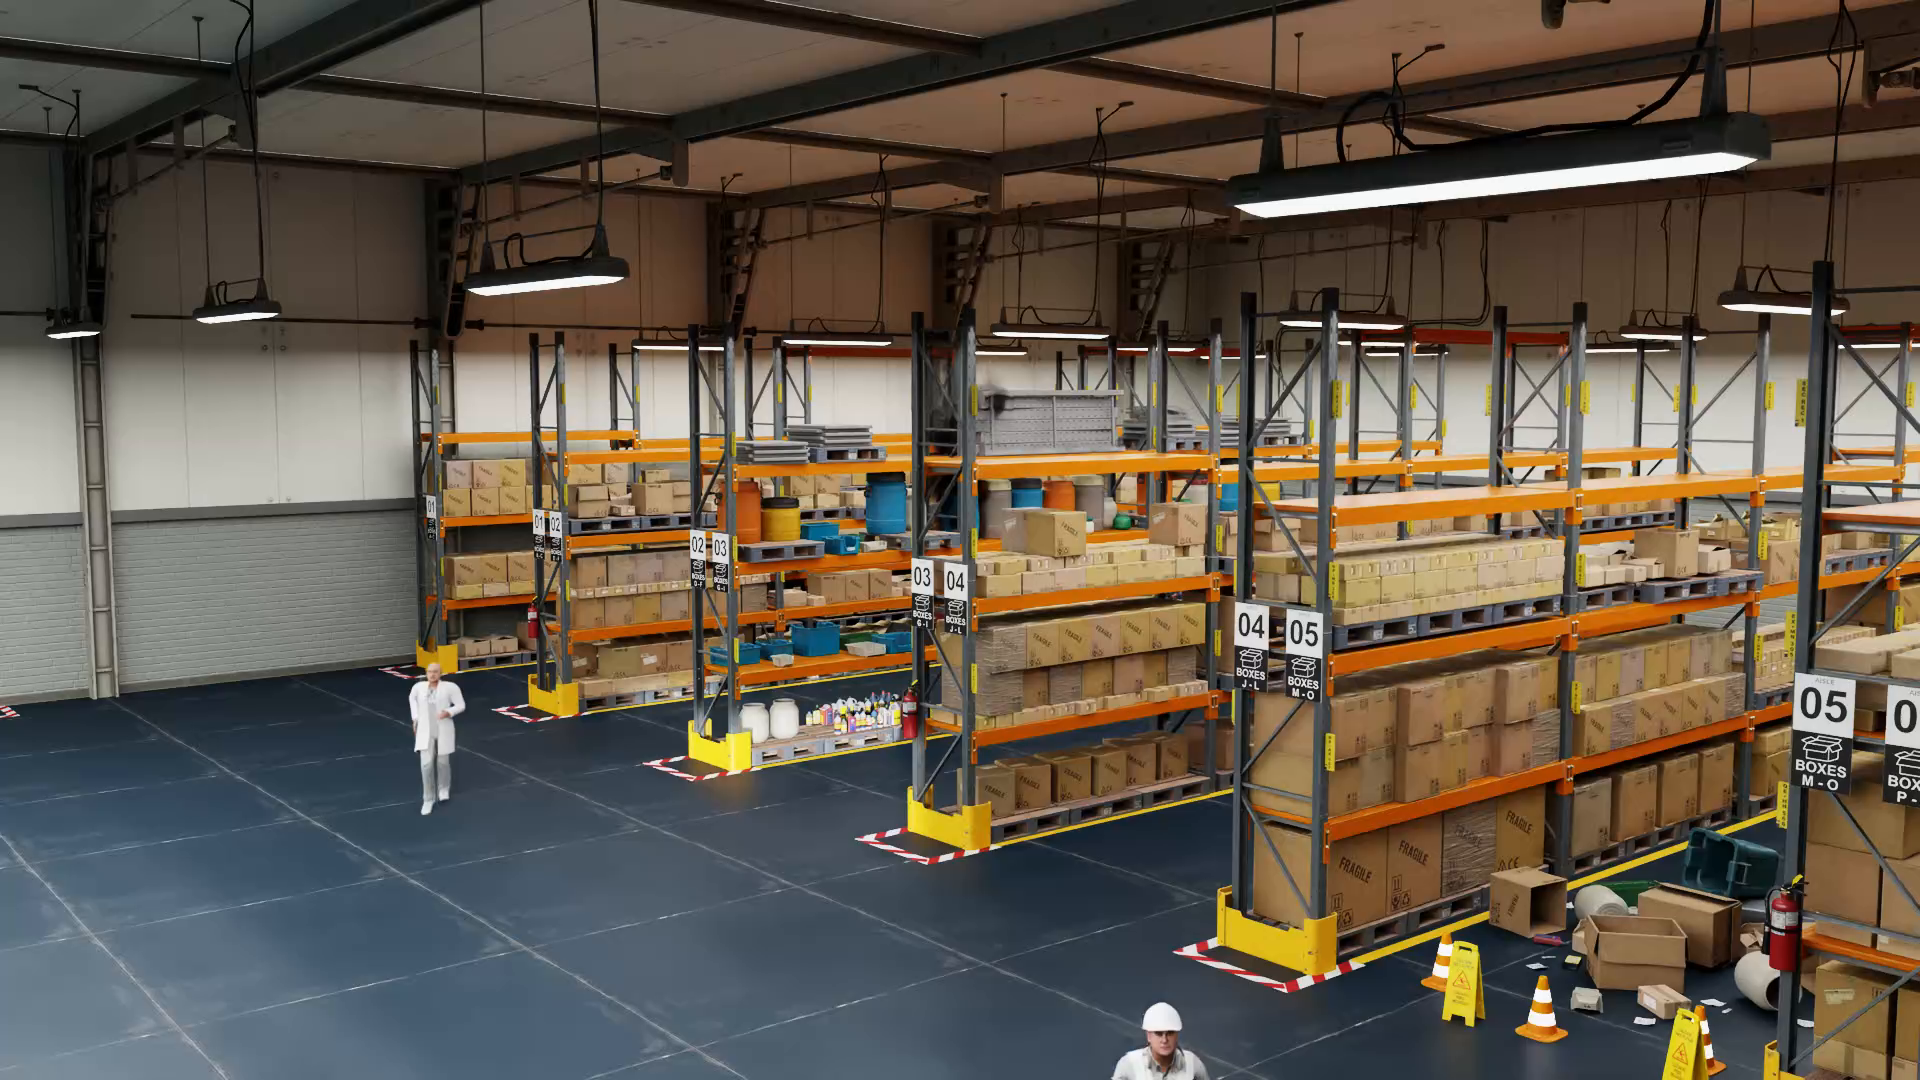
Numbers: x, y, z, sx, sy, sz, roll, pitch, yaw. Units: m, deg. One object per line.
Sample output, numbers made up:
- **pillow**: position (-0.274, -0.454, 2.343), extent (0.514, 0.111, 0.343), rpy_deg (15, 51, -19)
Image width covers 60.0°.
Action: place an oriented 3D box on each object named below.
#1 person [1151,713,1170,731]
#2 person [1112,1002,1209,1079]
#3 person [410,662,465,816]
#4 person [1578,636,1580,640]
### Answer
- **person**: position (2.750, 1.927, 23.407), extent (0.647, 1.673, 0.514), rpy_deg (-4, 7, -40)
- **person**: position (1.132, 3.442, 9.436), extent (0.647, 1.727, 0.589), rpy_deg (0, 5, -1)
- **person**: position (-6.405, 2.402, 20.387), extent (0.686, 1.841, 0.873), rpy_deg (-1, 5, -11)
- **person**: position (8.768, 2.138, 23.913), extent (0.577, 1.680, 0.711), rpy_deg (5, 7, 44)
